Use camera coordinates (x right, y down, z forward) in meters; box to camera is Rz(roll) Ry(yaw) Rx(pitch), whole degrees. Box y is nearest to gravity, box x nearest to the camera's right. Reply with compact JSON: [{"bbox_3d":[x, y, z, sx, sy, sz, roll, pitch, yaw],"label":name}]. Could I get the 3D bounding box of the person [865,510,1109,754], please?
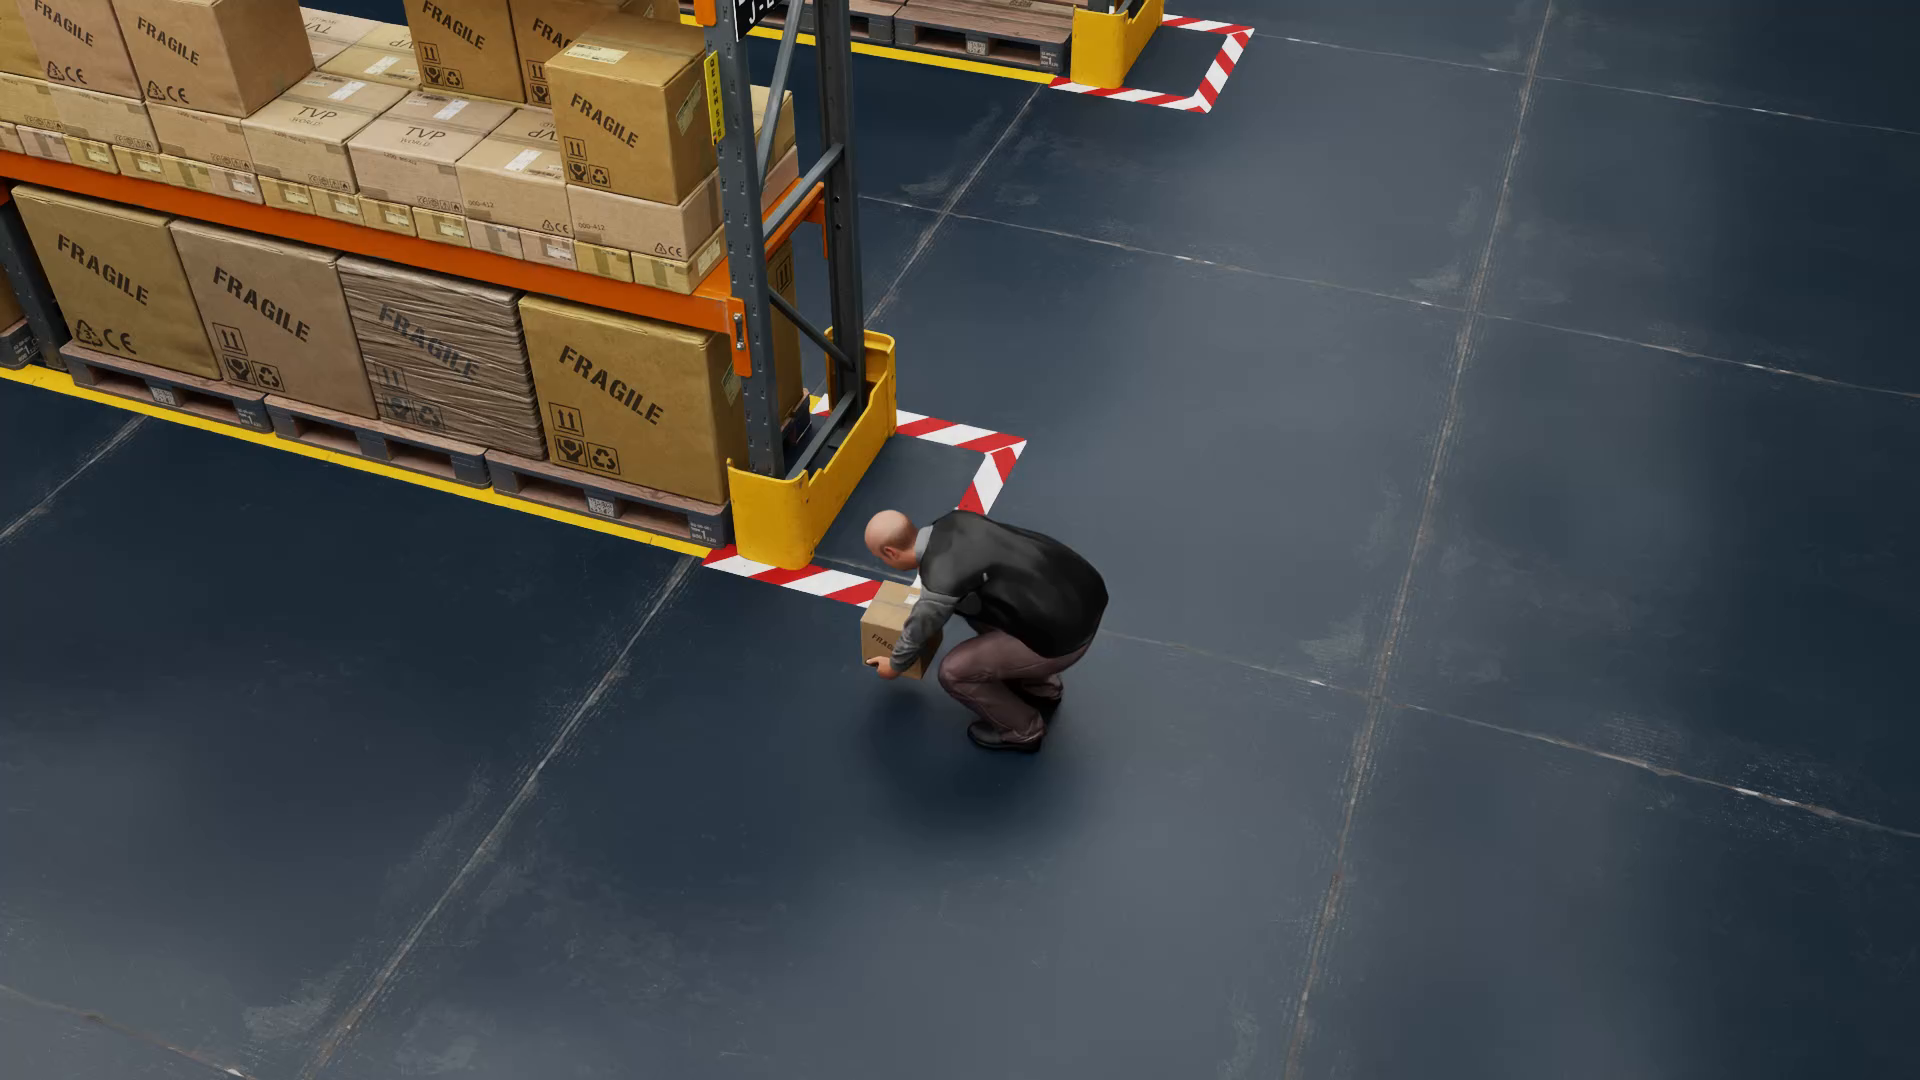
[{"bbox_3d":[0.091,0.326,6.395,0.917,0.950,0.518,12,43,14],"label":"person"}]
